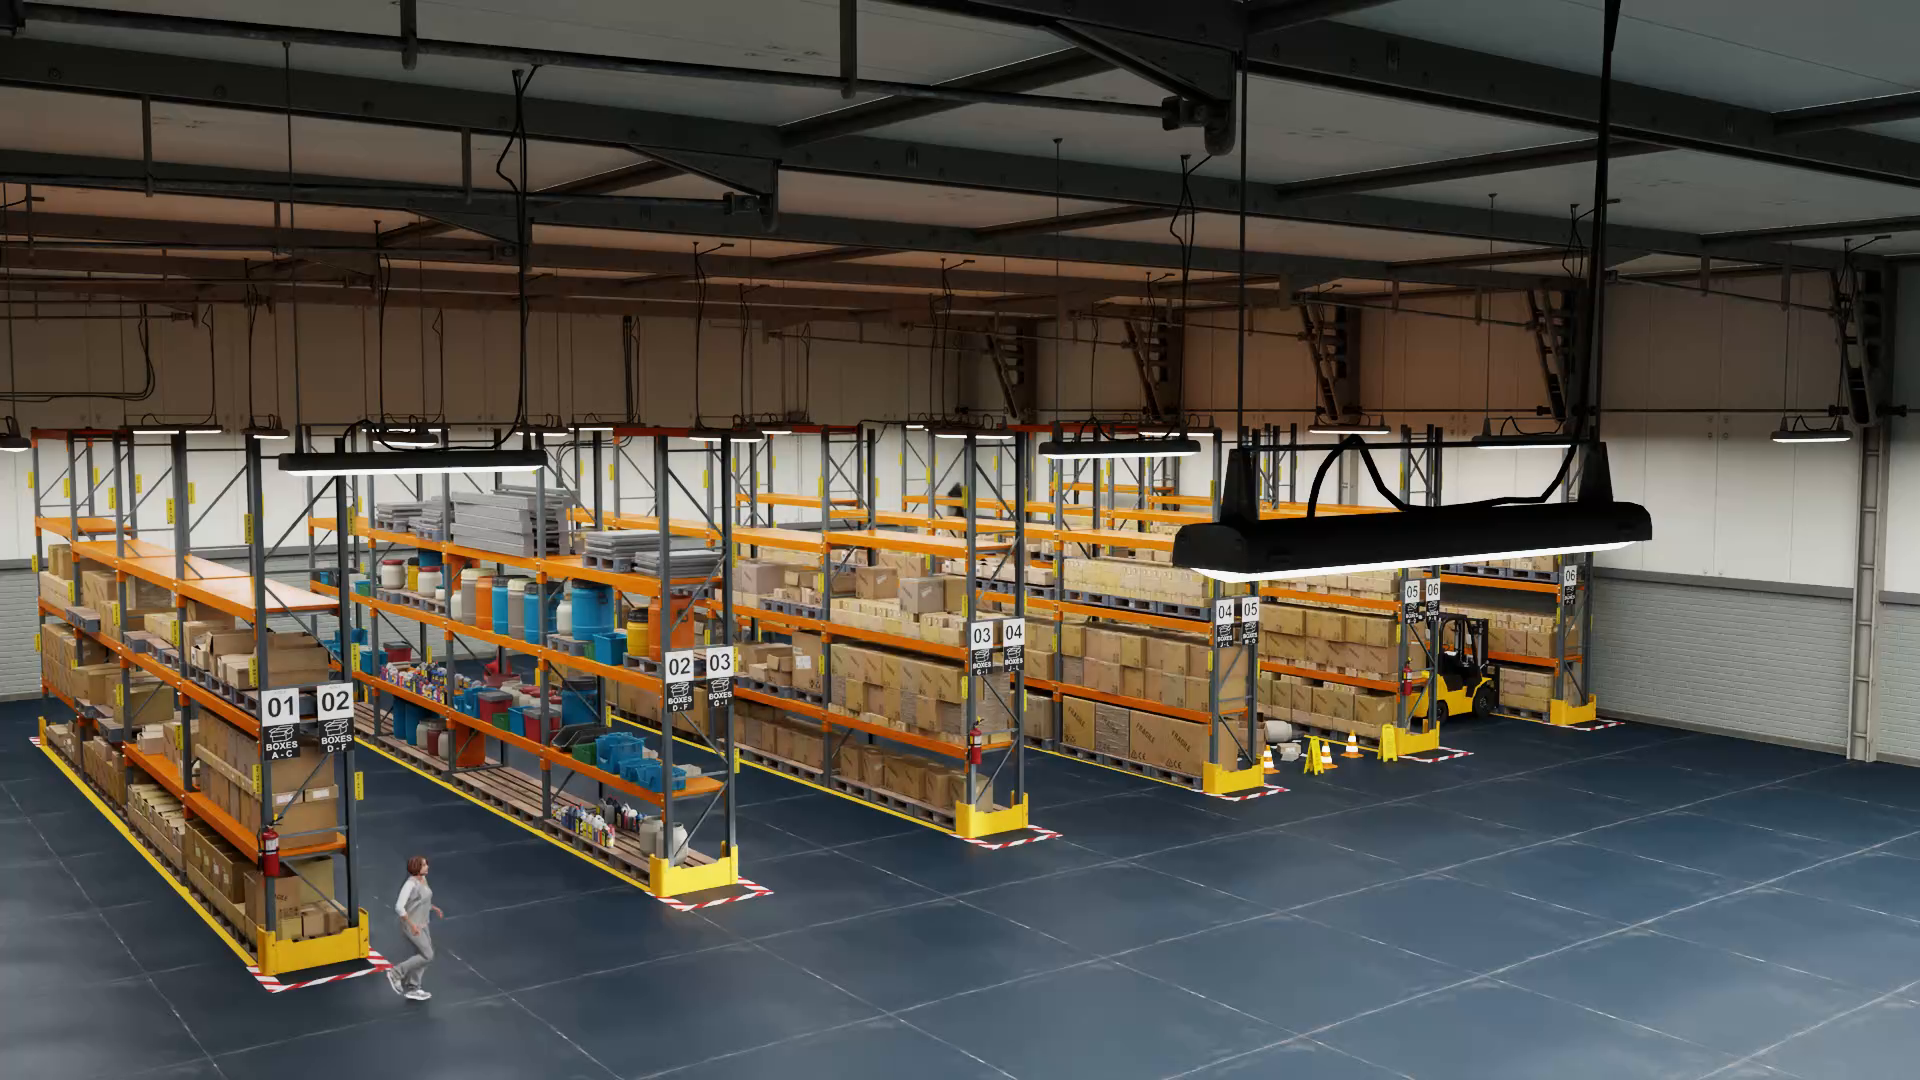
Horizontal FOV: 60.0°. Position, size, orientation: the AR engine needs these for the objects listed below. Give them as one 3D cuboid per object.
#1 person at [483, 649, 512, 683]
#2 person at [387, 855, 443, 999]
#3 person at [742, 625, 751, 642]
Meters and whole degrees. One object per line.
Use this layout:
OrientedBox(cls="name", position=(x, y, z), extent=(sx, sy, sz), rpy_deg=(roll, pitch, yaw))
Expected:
OrientedBox(cls="person", position=(-8.999, 2.948, 32.532), extent=(0.646, 1.688, 0.652), rpy_deg=(4, 6, 38))
OrientedBox(cls="person", position=(-5.841, 4.156, 17.869), extent=(0.505, 1.570, 0.557), rpy_deg=(0, 4, -1))
OrientedBox(cls="person", position=(-5.452, 2.197, 41.834), extent=(0.548, 1.708, 0.734), rpy_deg=(-1, 5, -13))
